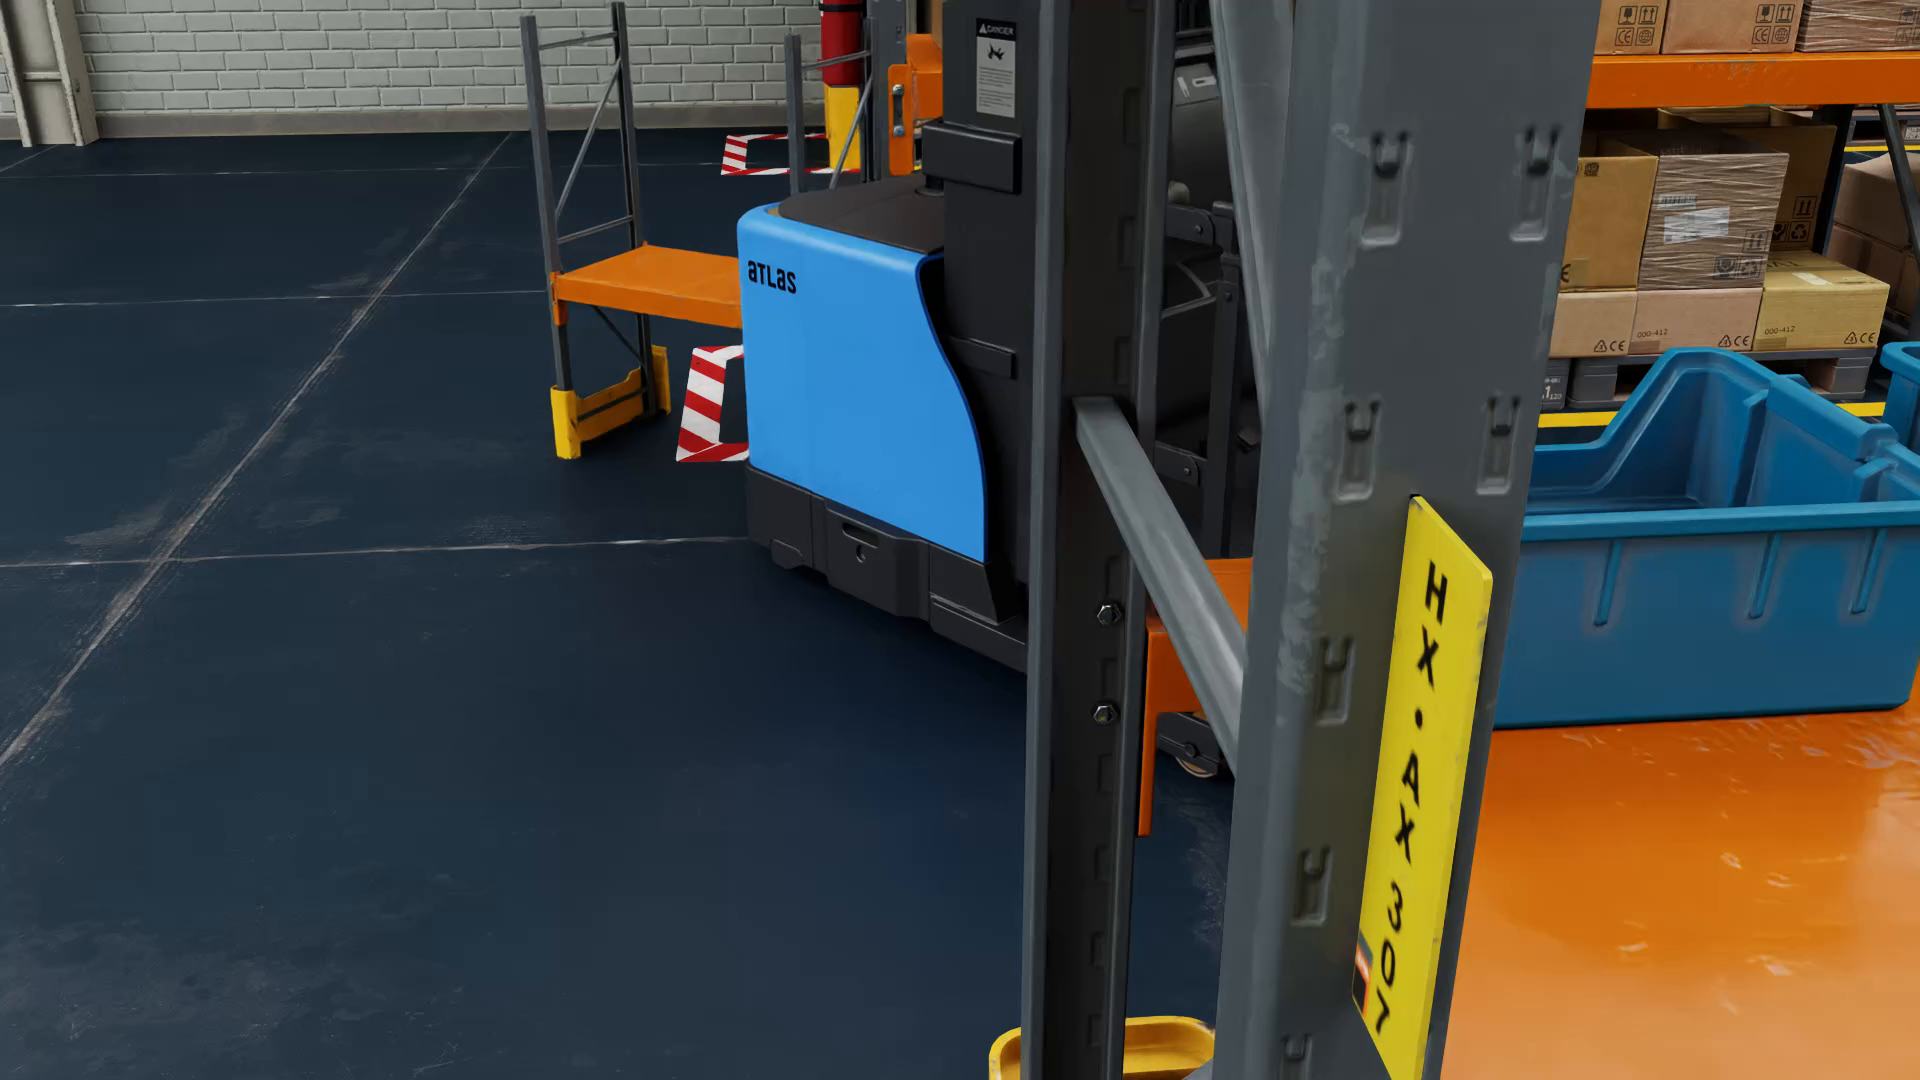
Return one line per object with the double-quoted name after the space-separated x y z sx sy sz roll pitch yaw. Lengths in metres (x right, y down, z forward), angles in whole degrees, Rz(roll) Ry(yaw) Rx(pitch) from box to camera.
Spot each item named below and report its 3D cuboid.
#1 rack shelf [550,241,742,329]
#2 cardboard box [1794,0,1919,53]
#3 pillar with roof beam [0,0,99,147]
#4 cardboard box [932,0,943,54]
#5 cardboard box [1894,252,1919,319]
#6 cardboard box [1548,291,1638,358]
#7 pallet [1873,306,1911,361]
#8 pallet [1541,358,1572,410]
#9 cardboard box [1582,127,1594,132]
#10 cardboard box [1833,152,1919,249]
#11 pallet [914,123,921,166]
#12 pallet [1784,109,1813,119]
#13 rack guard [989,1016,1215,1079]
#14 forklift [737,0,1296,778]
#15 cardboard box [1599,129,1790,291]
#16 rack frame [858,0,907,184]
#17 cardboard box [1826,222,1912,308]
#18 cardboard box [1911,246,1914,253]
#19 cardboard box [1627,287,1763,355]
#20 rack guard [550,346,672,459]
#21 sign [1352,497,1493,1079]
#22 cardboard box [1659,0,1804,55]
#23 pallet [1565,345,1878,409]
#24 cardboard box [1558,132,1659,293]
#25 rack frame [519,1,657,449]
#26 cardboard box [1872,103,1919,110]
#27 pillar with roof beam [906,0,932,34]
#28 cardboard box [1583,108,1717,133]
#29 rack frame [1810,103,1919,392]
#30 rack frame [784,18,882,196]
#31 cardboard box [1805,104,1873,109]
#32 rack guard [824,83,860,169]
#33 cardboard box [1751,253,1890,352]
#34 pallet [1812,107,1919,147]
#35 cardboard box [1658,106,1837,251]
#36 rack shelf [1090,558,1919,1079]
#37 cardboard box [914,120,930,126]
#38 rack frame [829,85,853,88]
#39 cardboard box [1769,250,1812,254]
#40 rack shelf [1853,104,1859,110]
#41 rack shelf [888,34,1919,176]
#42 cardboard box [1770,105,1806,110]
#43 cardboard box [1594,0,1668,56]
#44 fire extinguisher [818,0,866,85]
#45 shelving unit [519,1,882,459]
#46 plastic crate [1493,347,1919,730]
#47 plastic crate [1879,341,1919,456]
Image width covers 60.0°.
-0.838 -0.825 5.701 1.000 0.185 0.538 12 27 25 "rack shelf"
3.250 -2.138 6.245 0.500 0.500 0.700 -3 24 -7 "cardboard box"
-5.717 -5.095 5.633 0.400 9.000 9.100 -2 24 -5 "pillar with roof beam"
0.176 -2.012 5.962 0.500 0.500 0.700 -2 24 -5 "cardboard box"
4.116 -0.964 6.595 0.500 0.250 0.500 -3 24 -6 "cardboard box"
2.256 -0.900 6.449 0.500 0.250 0.500 -2 24 -5 "cardboard box"
4.420 -0.884 6.979 1.213 0.211 1.003 -2 24 -5 "pallet"
1.678 -0.774 6.731 1.213 0.211 1.003 -2 24 -5 "pallet"
2.203 -1.459 6.785 0.500 0.500 0.500 -2 24 -5 "cardboard box"
4.065 -1.437 6.967 0.500 0.311 0.500 -2 24 -5 "cardboard box"
0.107 -2.702 11.070 1.213 0.211 1.003 -2 24 -5 "pallet"
5.191 -2.923 11.565 1.213 0.211 1.003 -2 24 -5 "pallet"
0.264 1.169 2.004 0.348 0.500 1.175 -2 24 -5 "rack guard"
0.744 -1.010 3.913 1.130 2.935 3.031 -22 32 -40 "forklift"
2.752 -1.269 6.357 0.500 0.500 0.500 -2 24 -5 "cardboard box"
-0.290 -1.953 5.952 0.127 3.000 1.000 -2 24 -5 "rack frame"
4.075 -1.182 7.085 0.500 0.250 0.500 -3 24 -6 "cardboard box"
4.126 -1.221 6.481 0.500 0.311 0.500 -2 24 -5 "cardboard box"
2.752 -0.926 6.508 0.500 0.250 0.500 -2 24 -5 "cardboard box"
-1.269 -0.511 6.092 0.087 0.250 0.587 12 27 25 "rack guard"
0.243 0.145 0.890 0.005 0.325 0.100 -2 24 -5 "sign"
2.725 -2.115 6.192 0.500 0.500 0.700 -3 24 -6 "cardboard box"
2.895 -0.824 6.844 1.213 0.211 1.003 -2 24 -5 "pallet"
2.255 -1.248 6.309 0.500 0.500 0.500 -2 24 -5 "cardboard box"
-1.287 -1.086 5.847 0.032 1.500 0.500 12 27 25 "rack frame"
6.469 -3.284 11.481 0.500 0.500 0.700 -2 24 -4 "cardboard box"
0.254 -5.334 6.172 0.400 9.000 9.100 -2 24 -5 "pillar with roof beam"
2.701 -1.476 6.823 0.500 0.500 0.500 -2 24 -5 "cardboard box"
3.691 -2.113 6.311 0.127 3.000 1.000 -2 24 -5 "rack frame"
-0.390 -0.892 5.410 0.032 1.500 0.500 12 27 25 "rack frame"
5.945 -3.310 11.540 0.500 0.500 0.700 -2 24 -5 "cardboard box"
-0.705 -2.816 10.971 0.348 0.500 1.175 -2 24 -5 "rack guard"
3.251 -0.942 6.544 0.500 0.250 0.500 -2 24 -5 "cardboard box"
6.403 -2.970 11.672 1.213 0.211 1.003 -2 24 -5 "pallet"
3.198 -1.499 6.875 0.500 0.500 0.500 -2 24 -5 "cardboard box"
2.183 0.298 1.773 4.000 0.370 1.077 -2 24 -5 "rack shelf"
-0.083 -2.919 10.893 0.500 0.311 0.500 -5 24 -11 "cardboard box"
-0.781 -3.955 10.456 0.127 3.000 1.000 -2 24 -5 "rack frame"
3.199 -1.152 7.018 0.500 0.250 0.500 -2 24 -5 "cardboard box"
5.681 -1.864 6.637 4.000 0.370 1.077 -2 24 -5 "rack shelf"
1.700 -1.704 6.277 4.000 0.370 1.077 -2 24 -5 "rack shelf"
5.453 -3.279 11.470 0.500 0.500 0.700 -2 24 -5 "cardboard box"
2.226 -2.096 6.150 0.500 0.500 0.700 -2 24 -4 "cardboard box"
-0.453 -2.101 6.379 0.183 0.674 0.296 -2 24 -5 "fire extinguisher"
-0.830 -0.987 5.624 1.083 1.500 0.587 12 27 25 "shelving unit"
0.662 -0.024 1.794 0.616 0.251 0.499 -2 24 -5 "plastic crate"
1.309 -0.048 1.847 0.408 0.251 0.499 -2 24 -5 "plastic crate"
